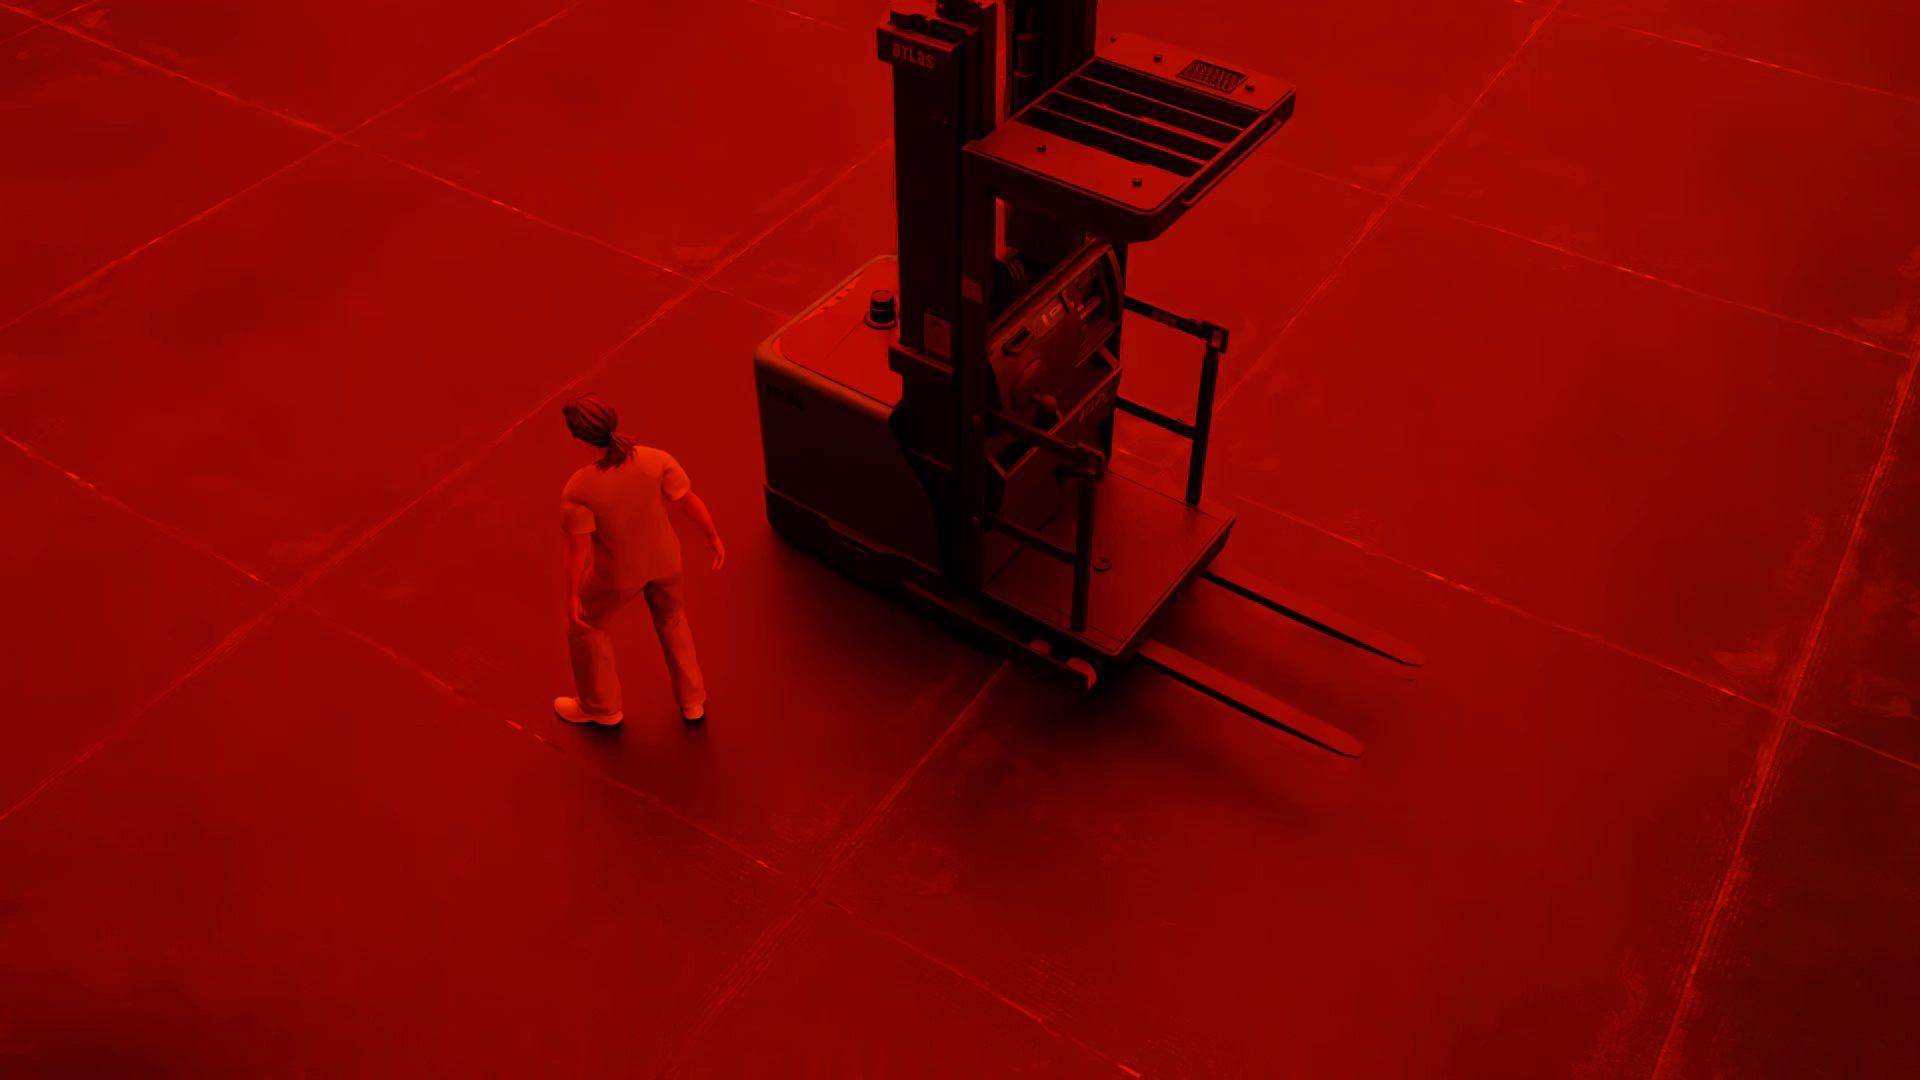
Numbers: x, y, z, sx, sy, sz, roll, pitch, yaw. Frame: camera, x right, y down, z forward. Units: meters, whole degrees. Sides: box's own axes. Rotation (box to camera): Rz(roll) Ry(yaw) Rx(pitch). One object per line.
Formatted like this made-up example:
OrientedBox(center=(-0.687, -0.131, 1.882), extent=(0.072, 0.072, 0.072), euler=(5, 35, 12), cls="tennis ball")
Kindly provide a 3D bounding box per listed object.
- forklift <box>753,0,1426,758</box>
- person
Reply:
OrientedBox(center=(0.568, -0.807, 6.700), extent=(3.031, 2.935, 1.130), euler=(26, 49, 25), cls="forklift")
OrientedBox(center=(-1.333, 0.118, 6.675), extent=(0.779, 1.645, 0.390), euler=(-22, 48, -21), cls="person")
